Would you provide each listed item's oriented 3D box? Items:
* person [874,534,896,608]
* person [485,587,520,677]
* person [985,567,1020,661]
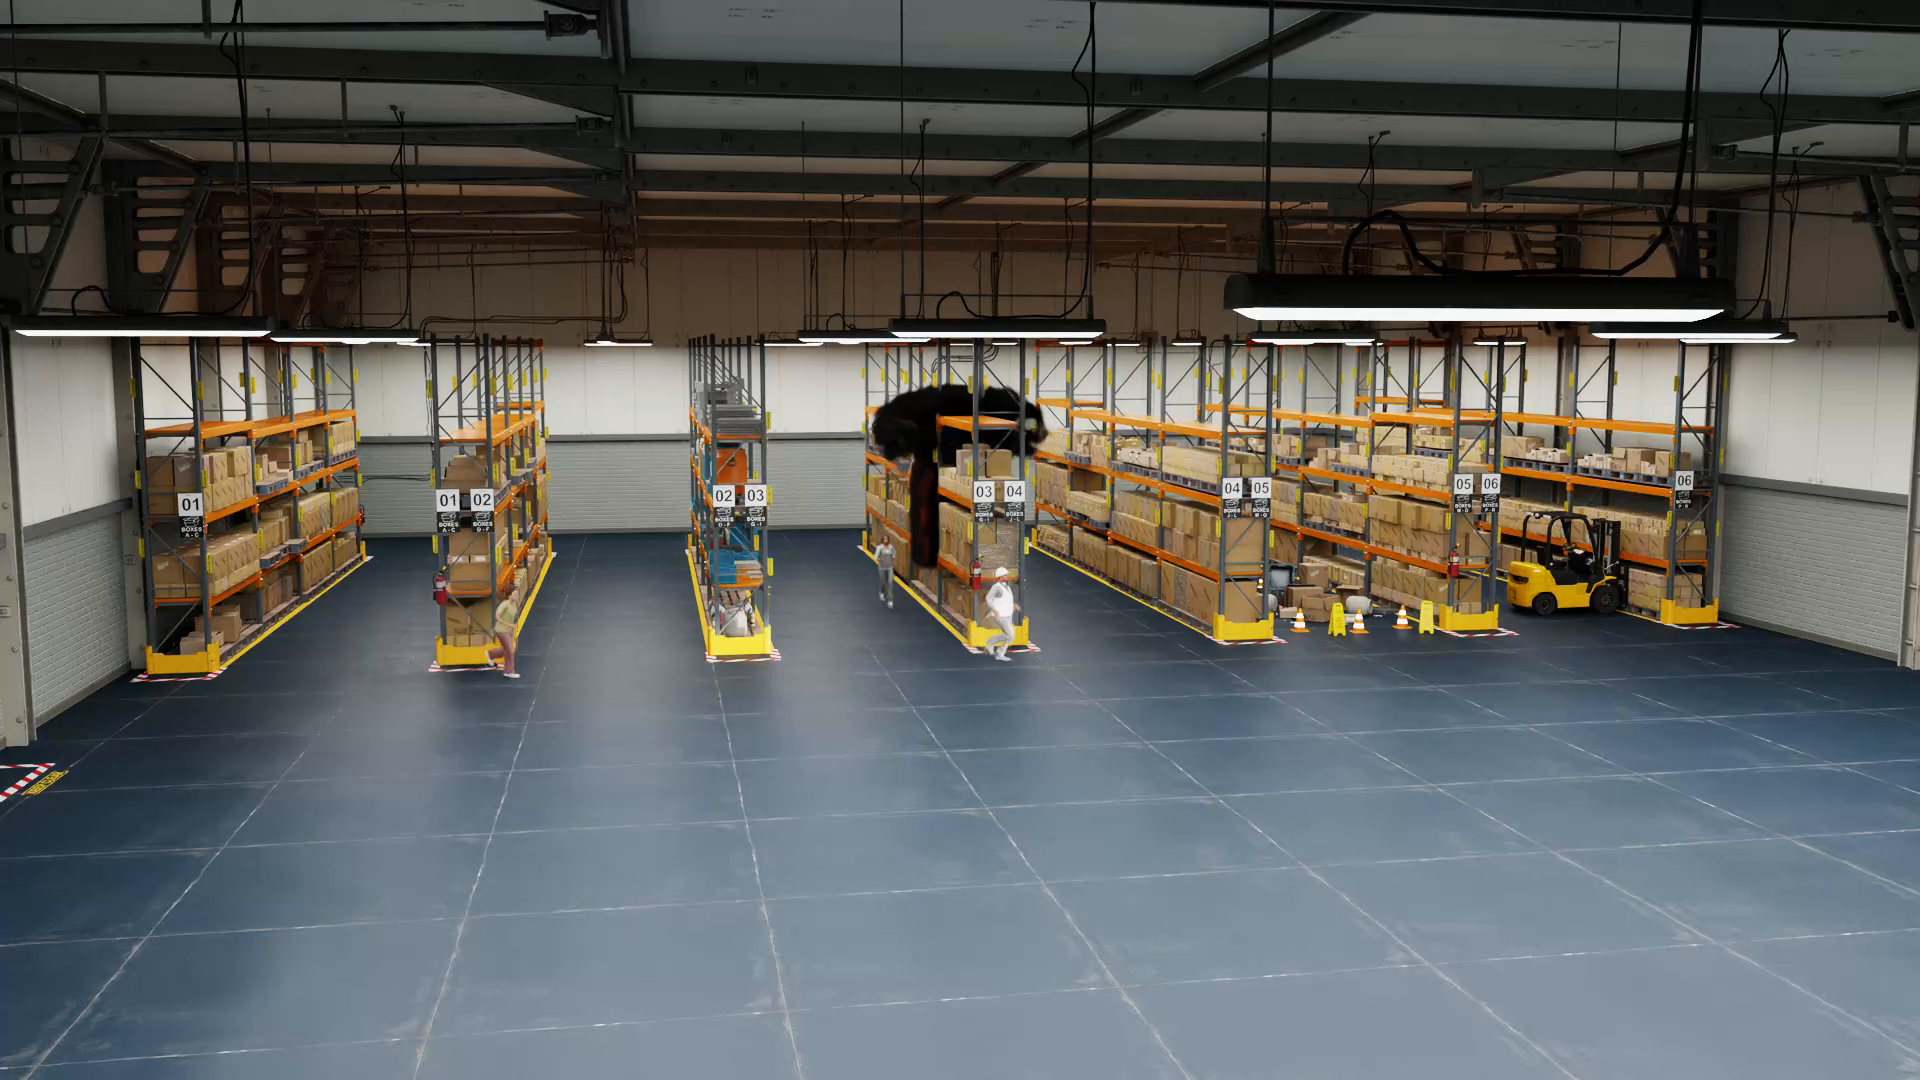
[{"bbox_3d":[-1.660,0.669,37.133,0.536,1.610,0.875,-2,7,-14],"label":"person"},{"bbox_3d":[-8.019,1.614,29.089,0.715,1.620,0.565,2,7,20],"label":"person"},{"bbox_3d":[0.801,1.372,30.625,0.598,1.736,0.656,3,7,26],"label":"person"}]
